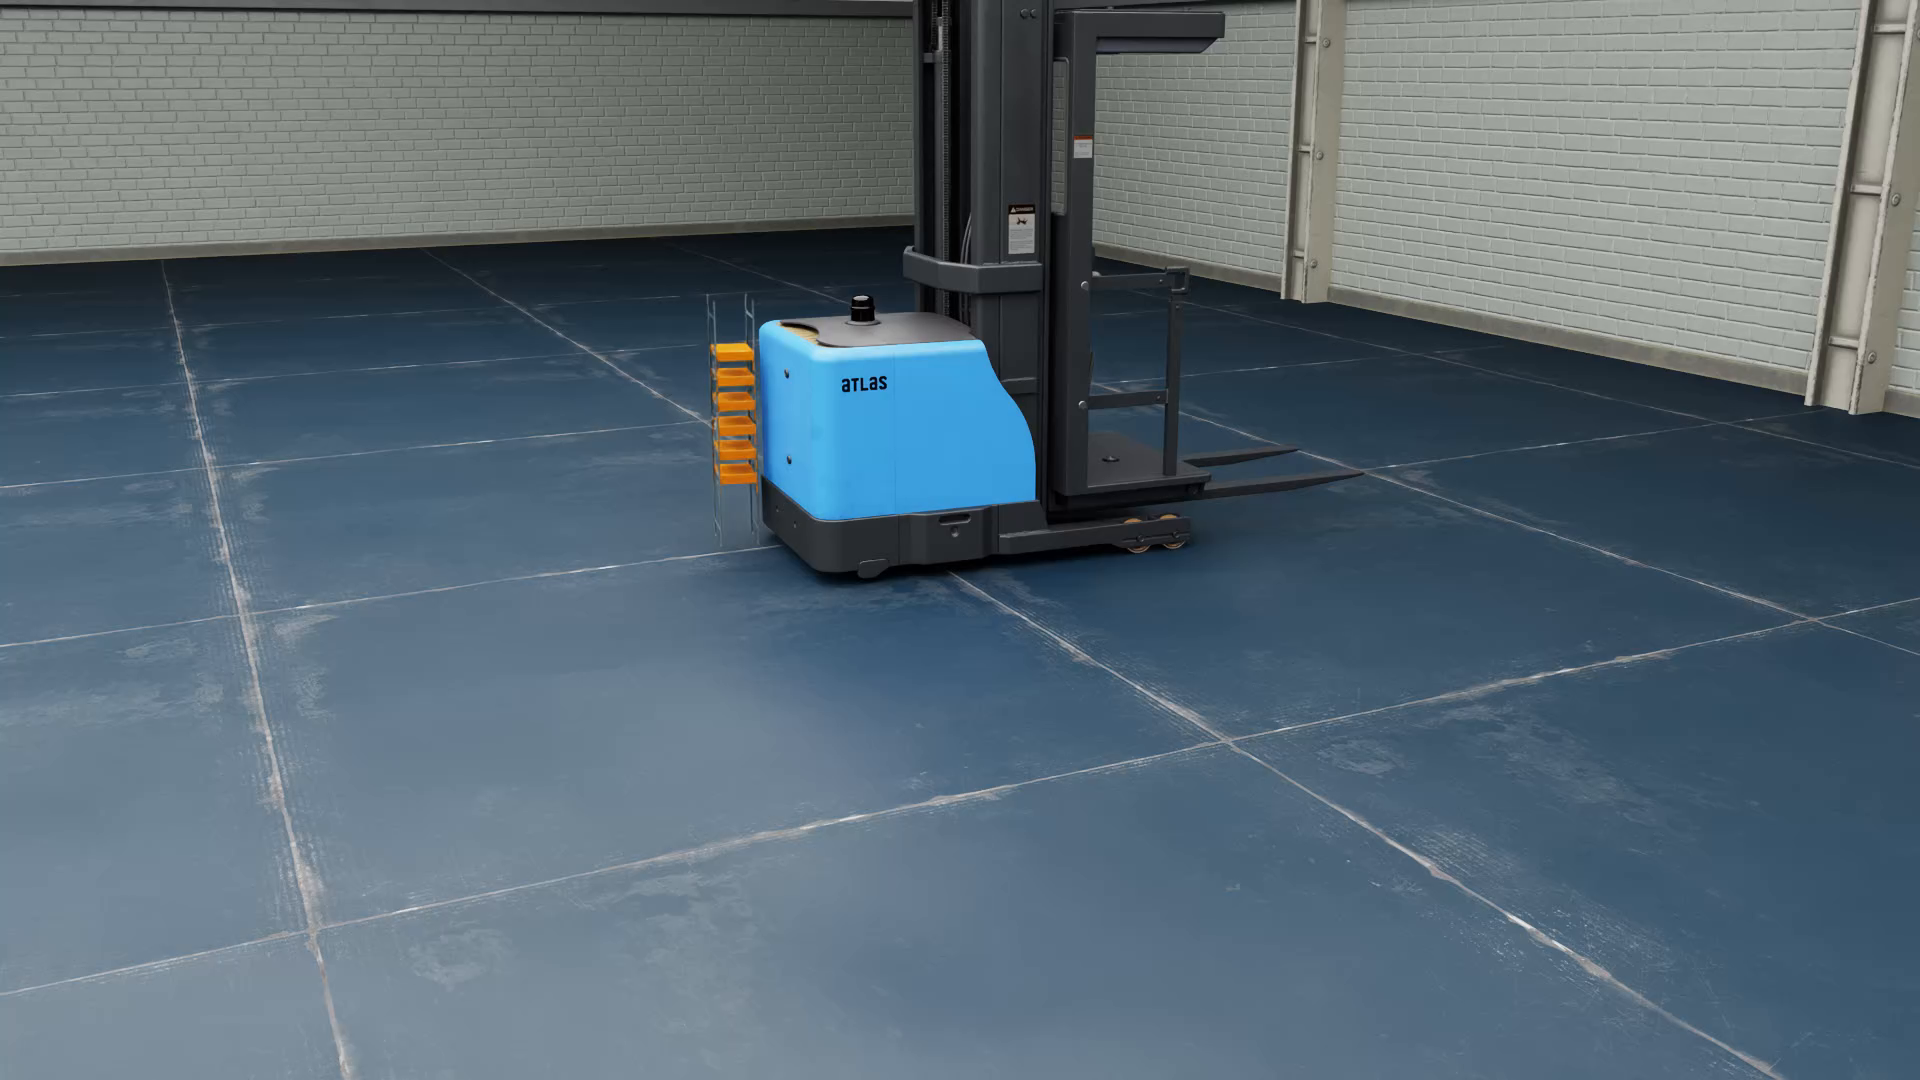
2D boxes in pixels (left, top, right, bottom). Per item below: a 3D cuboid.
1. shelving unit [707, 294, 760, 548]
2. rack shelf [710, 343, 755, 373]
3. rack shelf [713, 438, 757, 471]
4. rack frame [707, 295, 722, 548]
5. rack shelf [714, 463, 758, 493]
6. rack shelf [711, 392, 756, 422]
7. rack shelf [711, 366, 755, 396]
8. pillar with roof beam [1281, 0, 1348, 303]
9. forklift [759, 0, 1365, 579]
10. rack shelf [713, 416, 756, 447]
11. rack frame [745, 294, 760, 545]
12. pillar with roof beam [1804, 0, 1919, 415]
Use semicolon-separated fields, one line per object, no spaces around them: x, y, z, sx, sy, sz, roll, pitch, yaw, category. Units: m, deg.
-1.101;-0.578;8.085;0.189;1.200;0.258;-4;16;-15;shelving unit
-1.098;-0.881;7.999;0.180;0.103;0.258;-4;16;-15;rack shelf
-1.102;-0.419;8.130;0.180;0.103;0.258;-4;16;-15;rack shelf
-1.189;-0.572;8.061;0.006;1.200;0.240;-4;16;-15;rack frame
-1.103;-0.304;8.163;0.180;0.103;0.258;-4;16;-15;rack shelf
-1.100;-0.650;8.064;0.180;0.103;0.258;-4;16;-15;rack shelf
-1.099;-0.766;8.032;0.180;0.103;0.258;-4;16;-15;rack shelf
-0.426;-6.203;13.551;9.100;9.000;0.400;-8;18;-25;pillar with roof beam
0.582;-1.473;8.071;3.031;2.935;1.130;-6;17;-21;forklift
-1.101;-0.535;8.097;0.180;0.103;0.258;-4;16;-15;rack shelf
-1.013;-0.584;8.109;0.006;1.200;0.240;-4;16;-15;rack frame
2.202;-4.715;8.366;9.100;9.000;0.400;-8;18;-25;pillar with roof beam
